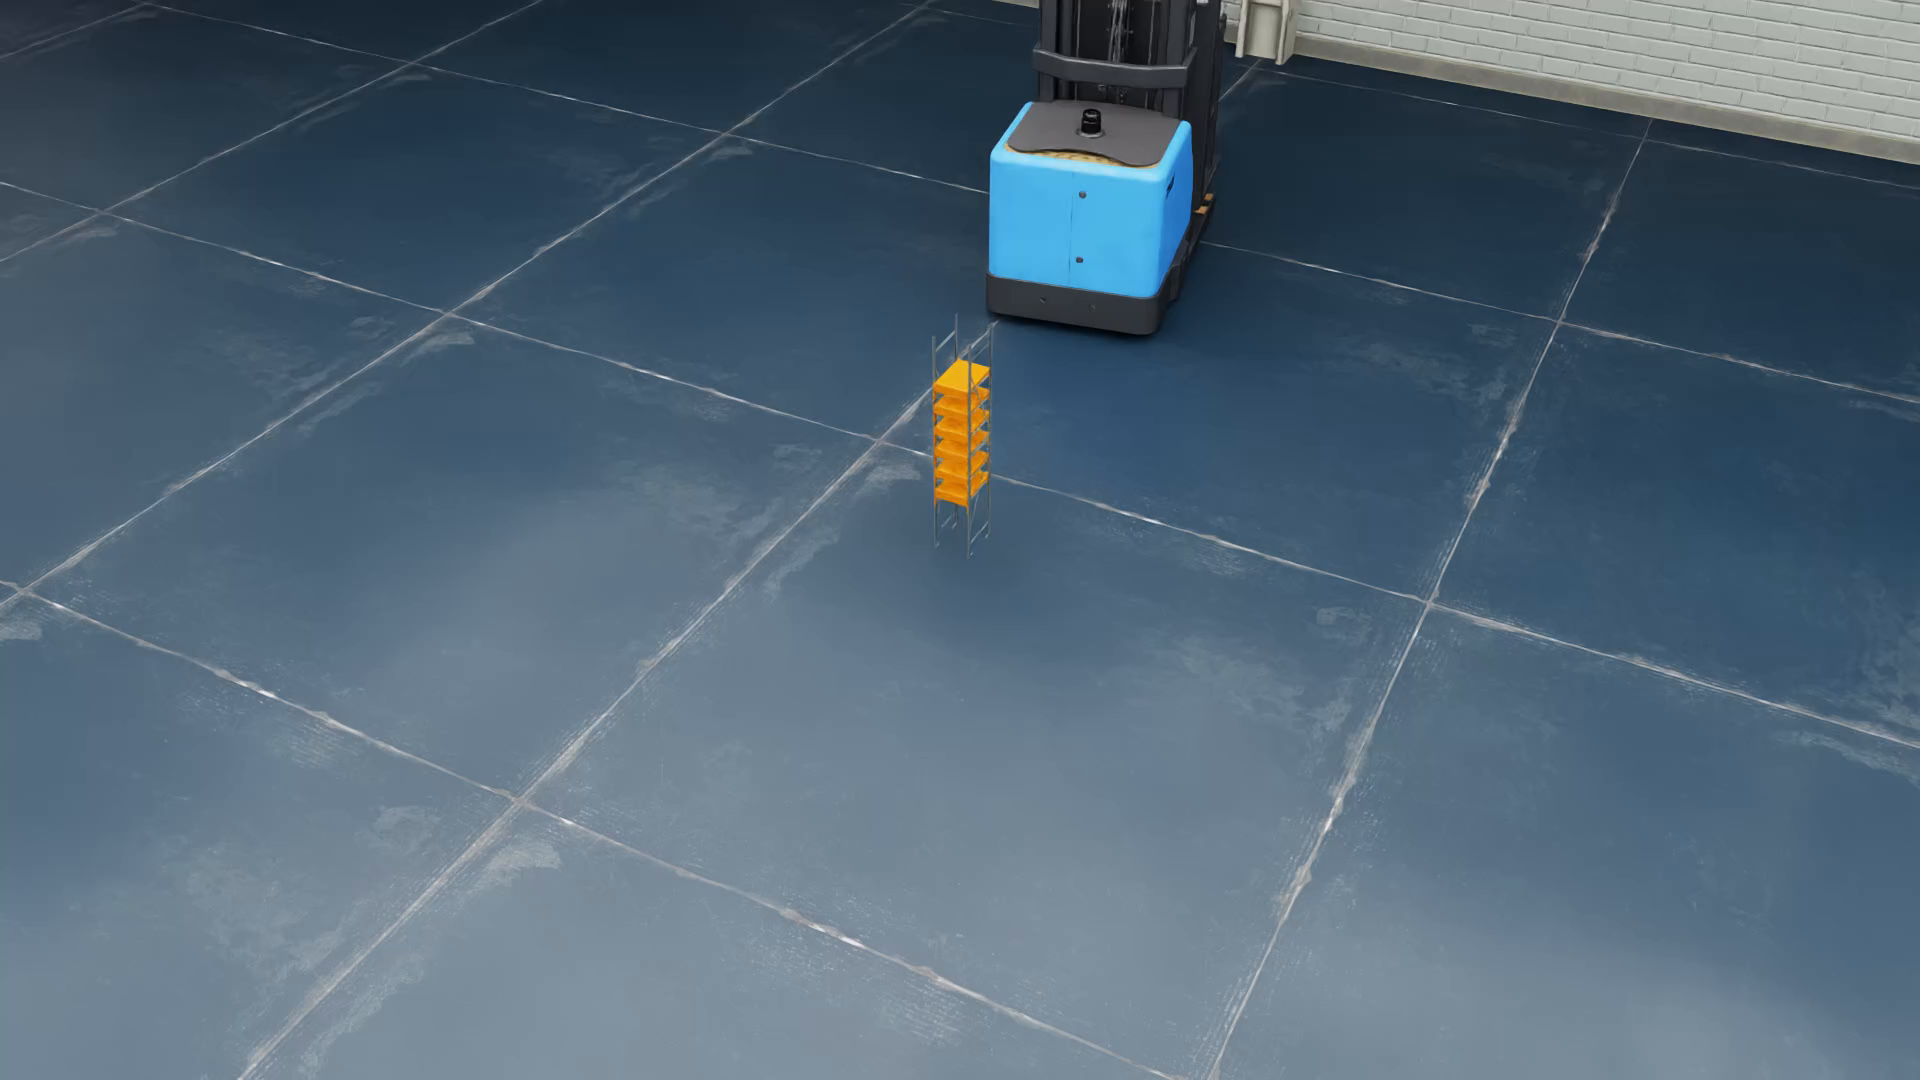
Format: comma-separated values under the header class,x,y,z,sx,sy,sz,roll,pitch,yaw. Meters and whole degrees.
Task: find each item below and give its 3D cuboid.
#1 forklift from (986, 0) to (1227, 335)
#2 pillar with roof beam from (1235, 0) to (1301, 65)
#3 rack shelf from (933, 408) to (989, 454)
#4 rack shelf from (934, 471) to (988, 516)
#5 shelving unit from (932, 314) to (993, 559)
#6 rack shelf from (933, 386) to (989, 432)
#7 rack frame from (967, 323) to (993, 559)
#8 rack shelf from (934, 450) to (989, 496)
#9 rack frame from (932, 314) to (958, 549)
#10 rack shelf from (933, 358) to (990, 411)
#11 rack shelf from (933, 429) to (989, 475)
class,x,y,z,sx,sy,sz,roll,pitch,yaw
forklift,1.081,-3.263,10.144,1.130,2.935,3.031,11,38,14
pillar with roof beam,0.483,-5.199,7.676,0.400,9.000,9.100,17,41,21
rack shelf,0.013,-0.534,7.856,0.180,0.103,0.258,17,41,21
rack shelf,0.013,-0.247,8.074,0.180,0.103,0.258,17,41,21
shelving unit,0.013,-0.474,7.902,0.189,1.200,0.258,17,41,21
rack shelf,0.013,-0.630,7.783,0.180,0.103,0.258,17,41,21
rack frame,0.094,-0.448,7.868,0.006,1.200,0.240,17,41,21
rack shelf,0.013,-0.343,8.001,0.180,0.103,0.258,17,41,21
rack frame,-0.068,-0.499,7.935,0.006,1.200,0.240,17,41,21
rack shelf,0.013,-0.725,7.711,0.180,0.103,0.258,17,41,21
rack shelf,0.013,-0.438,7.929,0.180,0.103,0.258,17,41,21
